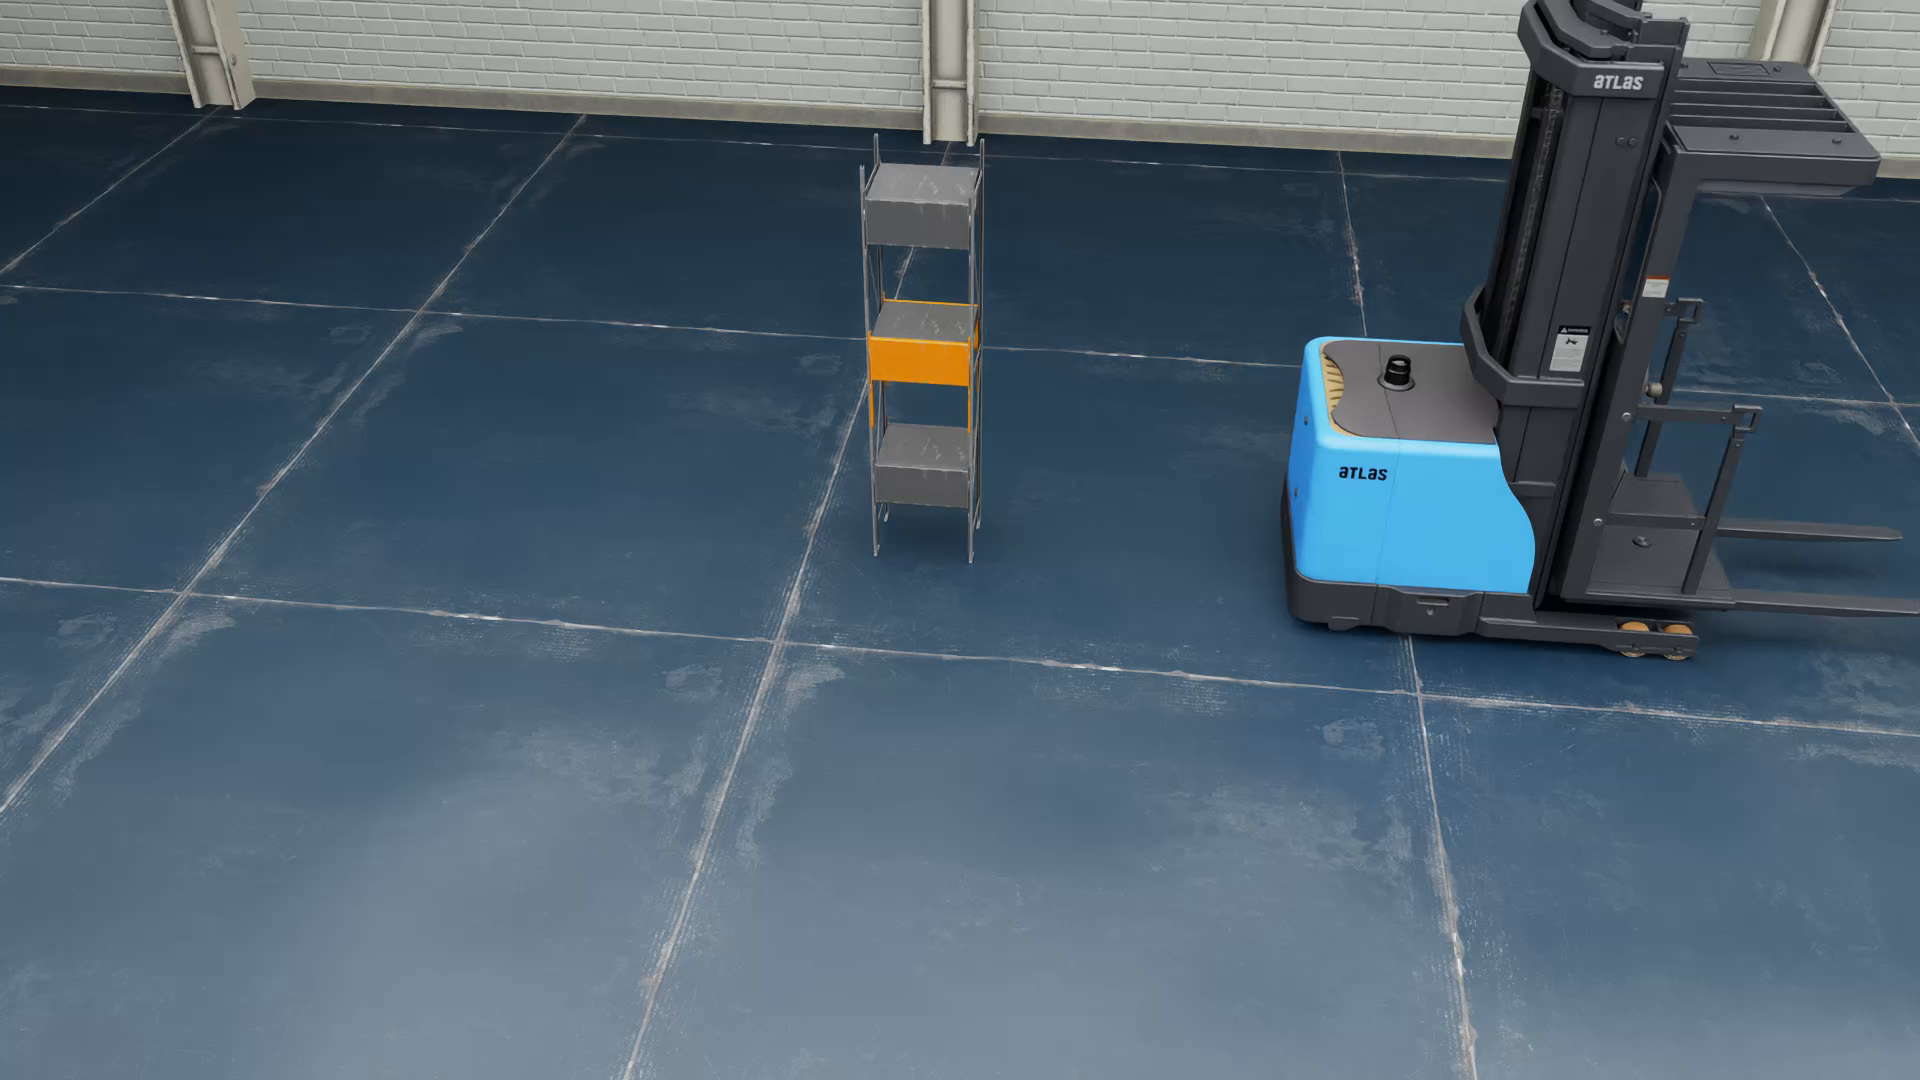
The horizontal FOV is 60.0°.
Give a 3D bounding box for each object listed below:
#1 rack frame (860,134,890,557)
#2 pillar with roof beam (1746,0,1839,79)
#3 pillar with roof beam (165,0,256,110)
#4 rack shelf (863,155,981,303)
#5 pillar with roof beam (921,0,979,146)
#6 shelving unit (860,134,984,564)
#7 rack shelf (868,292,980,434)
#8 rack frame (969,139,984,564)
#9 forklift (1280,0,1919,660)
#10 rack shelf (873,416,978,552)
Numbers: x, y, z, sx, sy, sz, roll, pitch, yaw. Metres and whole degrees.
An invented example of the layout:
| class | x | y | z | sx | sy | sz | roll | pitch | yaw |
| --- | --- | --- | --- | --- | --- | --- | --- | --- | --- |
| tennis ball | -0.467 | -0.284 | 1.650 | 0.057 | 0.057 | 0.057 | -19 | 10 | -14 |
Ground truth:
| class | x | y | z | sx | sy | sz | roll | pitch | yaw |
| --- | --- | --- | --- | --- | --- | --- | --- | --- | --- |
| rack frame | -0.406 | -0.885 | 8.040 | 0.015 | 2.100 | 0.400 | 4 | 36 | 6 |
| pillar with roof beam | 5.332 | -3.891 | 6.313 | 0.400 | 9.000 | 9.100 | 4 | 36 | 6 |
| pillar with roof beam | -6.570 | -4.779 | 7.557 | 0.400 | 9.000 | 9.100 | 4 | 36 | 6 |
| rack shelf | -0.164 | -1.426 | 7.616 | 0.480 | 0.518 | 0.431 | 4 | 36 | 6 |
| pillar with roof beam | -0.619 | -4.335 | 6.935 | 0.400 | 9.000 | 9.100 | 4 | 36 | 6 |
| shelving unit | -0.164 | -0.867 | 8.014 | 0.503 | 2.100 | 0.431 | 4 | 36 | 6 |
| rack shelf | -0.164 | -0.856 | 8.022 | 0.480 | 0.518 | 0.431 | 4 | 36 | 6 |
| rack frame | 0.078 | -0.849 | 7.989 | 0.015 | 2.100 | 0.400 | 4 | 36 | 6 |
| forklift | 3.138 | -0.957 | 7.425 | 3.031 | 2.935 | 1.130 | 4 | 36 | 5 |
| rack shelf | -0.164 | -0.286 | 8.429 | 0.480 | 0.518 | 0.431 | 4 | 36 | 6 |
